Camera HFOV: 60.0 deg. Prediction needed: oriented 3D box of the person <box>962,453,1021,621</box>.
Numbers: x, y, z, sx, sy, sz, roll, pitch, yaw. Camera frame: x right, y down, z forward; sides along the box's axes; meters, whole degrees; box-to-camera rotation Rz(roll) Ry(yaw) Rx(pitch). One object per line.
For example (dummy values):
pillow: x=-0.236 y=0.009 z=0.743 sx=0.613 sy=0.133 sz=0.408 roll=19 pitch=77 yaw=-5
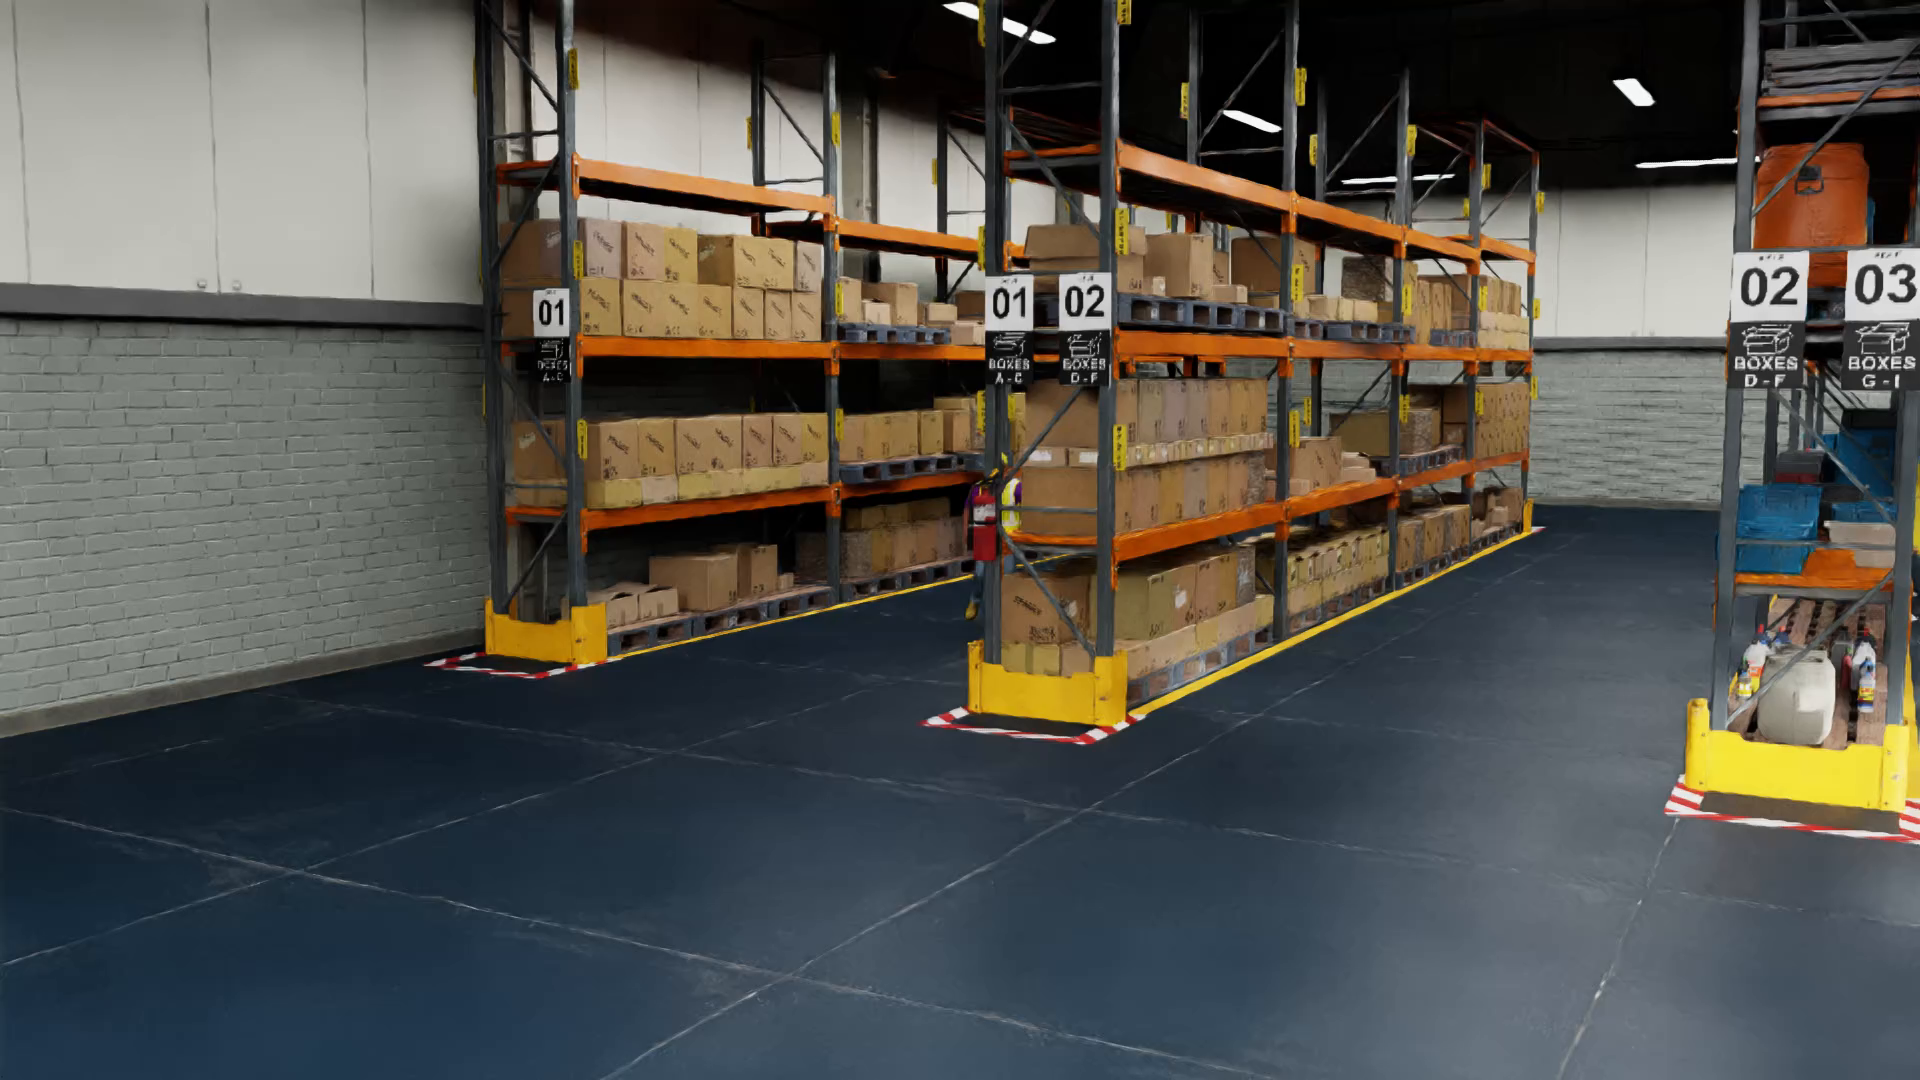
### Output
person: x=0.390 y=-0.007 z=16.268 sx=0.756 sy=1.730 sz=0.503 roll=0 pitch=6 yaw=4
